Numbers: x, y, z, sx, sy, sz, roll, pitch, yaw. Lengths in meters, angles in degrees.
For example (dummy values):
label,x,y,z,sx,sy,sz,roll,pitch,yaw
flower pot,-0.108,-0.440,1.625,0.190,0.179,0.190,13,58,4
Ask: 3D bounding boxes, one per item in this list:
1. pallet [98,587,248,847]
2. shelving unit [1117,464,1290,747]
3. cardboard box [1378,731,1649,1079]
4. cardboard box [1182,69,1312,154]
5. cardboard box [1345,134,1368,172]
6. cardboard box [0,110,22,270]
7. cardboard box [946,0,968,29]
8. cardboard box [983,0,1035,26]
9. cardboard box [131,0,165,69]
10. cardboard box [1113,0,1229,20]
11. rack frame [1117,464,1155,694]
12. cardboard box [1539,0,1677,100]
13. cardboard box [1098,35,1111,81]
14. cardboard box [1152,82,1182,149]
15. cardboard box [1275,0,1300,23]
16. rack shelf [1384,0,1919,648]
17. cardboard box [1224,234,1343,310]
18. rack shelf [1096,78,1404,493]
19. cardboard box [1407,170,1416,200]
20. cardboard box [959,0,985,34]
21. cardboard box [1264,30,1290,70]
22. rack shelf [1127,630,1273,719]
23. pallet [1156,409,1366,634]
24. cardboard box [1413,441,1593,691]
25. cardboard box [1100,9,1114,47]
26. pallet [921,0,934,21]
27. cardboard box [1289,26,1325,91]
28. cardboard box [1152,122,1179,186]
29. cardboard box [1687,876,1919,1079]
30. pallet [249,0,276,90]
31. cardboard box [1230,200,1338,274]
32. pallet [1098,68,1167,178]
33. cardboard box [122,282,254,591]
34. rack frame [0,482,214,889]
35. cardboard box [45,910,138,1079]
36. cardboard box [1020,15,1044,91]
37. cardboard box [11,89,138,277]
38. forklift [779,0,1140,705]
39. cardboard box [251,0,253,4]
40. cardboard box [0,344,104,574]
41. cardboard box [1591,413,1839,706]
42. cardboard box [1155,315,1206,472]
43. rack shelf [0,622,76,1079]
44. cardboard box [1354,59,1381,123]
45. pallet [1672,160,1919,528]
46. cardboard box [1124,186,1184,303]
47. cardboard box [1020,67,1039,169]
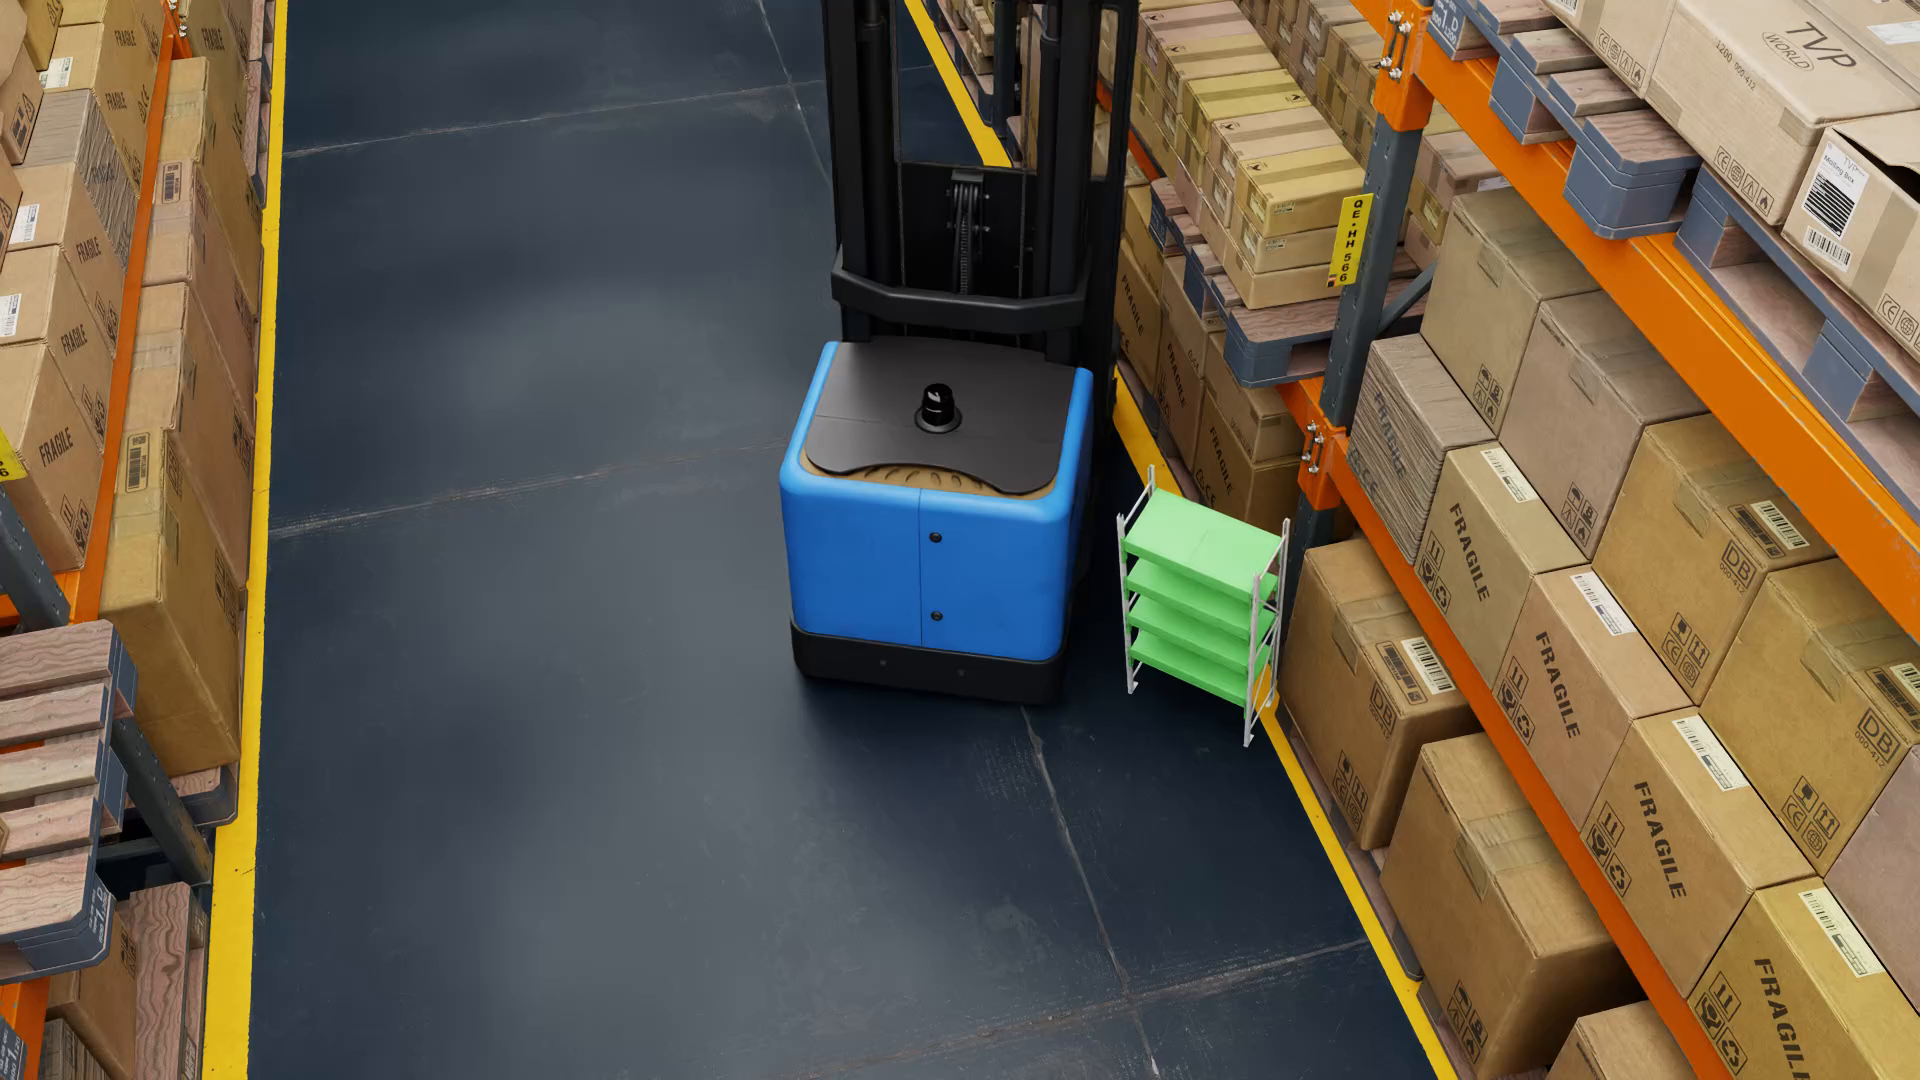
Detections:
label,x,y,z,sx,sy,sz,roll,pitch,yaw
pallet,-3.246,0.623,6.242,1.003,0.211,1.213,-11,47,-10
shelving unit,0.855,0.262,5.880,0.503,1.200,0.258,24,63,22
cardboard box,2.000,1.049,5.154,1.050,0.750,0.750,-10,46,-10
cardboard box,1.006,-1.508,5.844,0.380,0.149,0.250,-9,46,-9
cardboard box,1.646,-1.408,6.162,0.380,0.149,0.250,-9,46,-8
cardboard box,-3.452,-1.139,5.244,0.797,0.503,0.637,-10,46,-9
cardboard box,0.134,-3.116,9.657,0.380,0.149,0.250,-12,47,-12
cardboard box,0.337,-2.949,9.076,0.380,0.149,0.250,-9,46,-9
cardboard box,-3.757,-2.318,7.102,0.500,0.500,0.500,-11,47,-10
cardboard box,0.806,-2.047,6.372,0.380,0.149,0.250,-9,46,-8
rack frame,0.647,0.171,5.970,0.015,1.200,0.240,24,63,22
cardboard box,1.676,-1.292,3.765,0.500,0.311,0.500,-11,47,-10
cardboard box,0.737,-2.021,6.763,0.380,0.149,0.250,-13,47,-12
cardboard box,0.934,-1.591,6.133,0.380,0.149,0.250,-11,47,-10
cardboard box,1.435,-2.161,6.483,0.380,0.149,0.250,-9,46,-9
rack shelf,2.216,-0.049,3.352,1.077,0.370,4.000,-11,47,-10
cardboard box,1.133,-0.947,5.711,0.380,0.149,0.250,-10,46,-10
rack shelf,1.192,-1.761,7.130,1.077,0.370,4.000,-11,47,-10
cardboard box,1.703,-1.352,5.899,0.380,0.149,0.250,-9,46,-8
cardboard box,0.211,-2.991,9.325,0.380,0.149,0.250,-13,47,-12
cardboard box,1.443,-1.952,6.695,0.380,0.149,0.250,-10,46,-10
rack shelf,0.890,0.430,6.131,0.480,0.148,0.258,24,63,22
pallet,1.505,-0.196,7.045,1.003,0.211,1.213,-11,47,-10
cardboard box,1.691,0.043,4.788,0.500,0.500,0.500,-11,47,-11
cardboard box,0.738,-2.121,6.653,0.380,0.149,0.250,-12,47,-11
pallet,0.158,-3.718,10.497,1.003,0.211,1.213,-11,47,-10
cardboard box,1.503,-1.882,6.419,0.380,0.149,0.250,-11,47,-10
cardboard box,0.945,-1.469,6.222,0.380,0.149,0.250,-11,47,-11
cardboard box,2.077,1.086,3.766,0.500,0.500,0.500,-10,46,-10
pallet,-4.576,-2.963,9.757,1.003,0.211,1.213,-11,47,-10
cardboard box,1.137,-1.053,5.606,0.380,0.149,0.250,-10,46,-9
pallet,1.157,-1.924,6.920,1.003,0.211,1.213,-11,47,-10
cardboard box,-3.494,-0.295,6.383,1.225,0.875,0.875,-11,47,-10
rack frame,-3.117,0.205,4.699,1.000,3.000,0.127,-11,47,-10
cardboard box,-2.926,1.385,4.985,0.700,0.500,0.500,-13,47,-12
cardboard box,0.614,-2.369,8.154,0.500,0.250,0.500,-13,47,-12
cardboard box,-3.373,-1.269,6.074,0.500,0.500,0.500,-11,47,-10
forklift,0.108,-1.469,6.388,1.130,2.935,3.031,7,46,7
cardboard box,-4.691,-3.666,9.687,0.875,0.875,0.875,-11,47,-10
cardboard box,-2.978,-0.215,5.041,0.500,0.500,0.500,-9,46,-9
cardboard box,2.073,-0.002,4.133,0.700,0.500,0.500,-11,47,-11
cardboard box,1.153,-0.669,7.013,0.500,0.500,0.500,-9,46,-9
rack shelf,-2.605,1.838,3.603,1.077,0.370,4.000,-11,47,-10
cardboard box,1.643,-1.609,5.942,0.380,0.149,0.250,-11,47,-11
pallet,2.209,-0.409,3.334,1.003,0.211,1.213,-9,46,-8
cardboard box,1.021,-1.291,7.097,0.500,0.250,0.500,-10,46,-9
cardboard box,0.613,-2.107,8.421,0.500,0.500,0.500,-9,46,-9
